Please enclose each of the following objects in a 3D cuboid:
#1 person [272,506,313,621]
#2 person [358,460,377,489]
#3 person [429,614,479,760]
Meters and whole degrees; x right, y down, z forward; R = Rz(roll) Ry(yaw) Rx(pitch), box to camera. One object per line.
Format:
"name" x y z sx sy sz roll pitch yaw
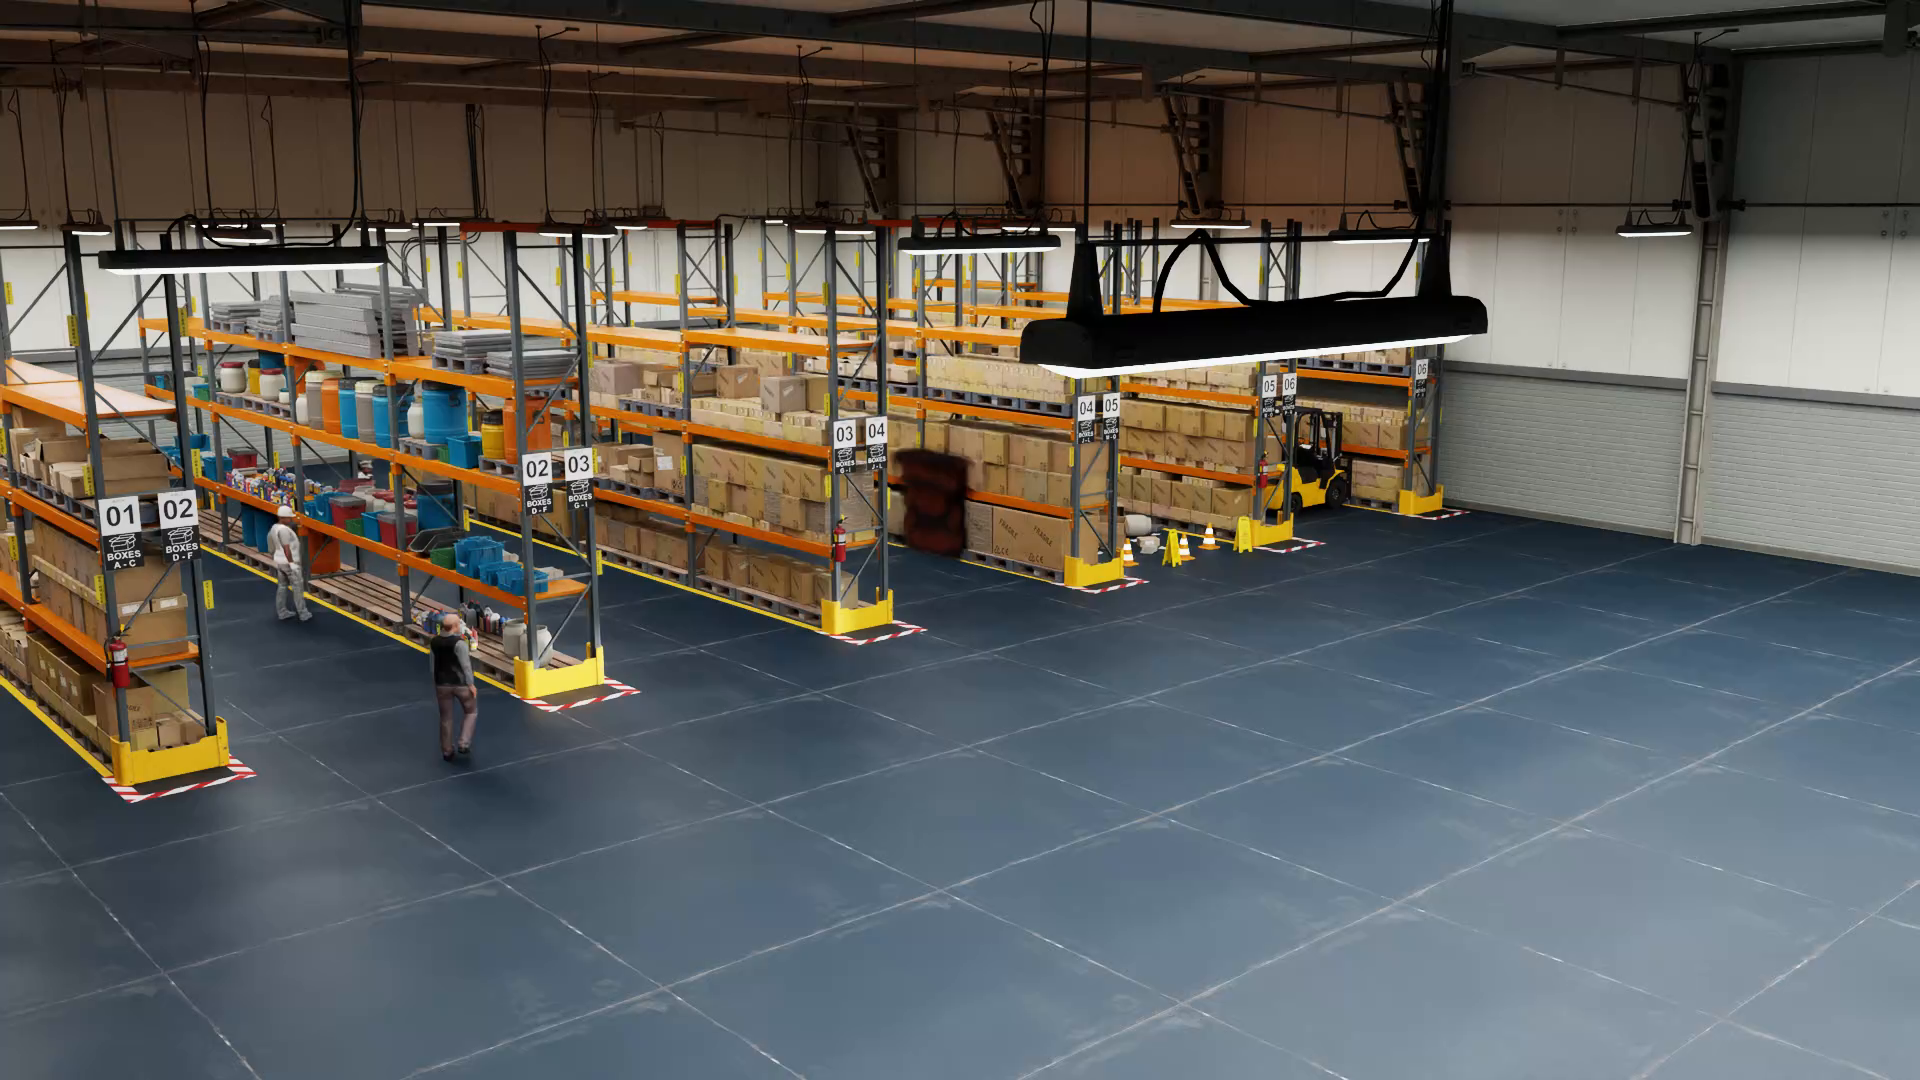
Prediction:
"person" -10.291 0.353 25.570 0.630 1.780 0.477 9 15 39
"person" -11.141 -0.703 31.225 0.556 1.617 0.987 -10 15 -40
"person" -5.834 1.685 19.143 0.553 1.724 0.425 0 11 1
